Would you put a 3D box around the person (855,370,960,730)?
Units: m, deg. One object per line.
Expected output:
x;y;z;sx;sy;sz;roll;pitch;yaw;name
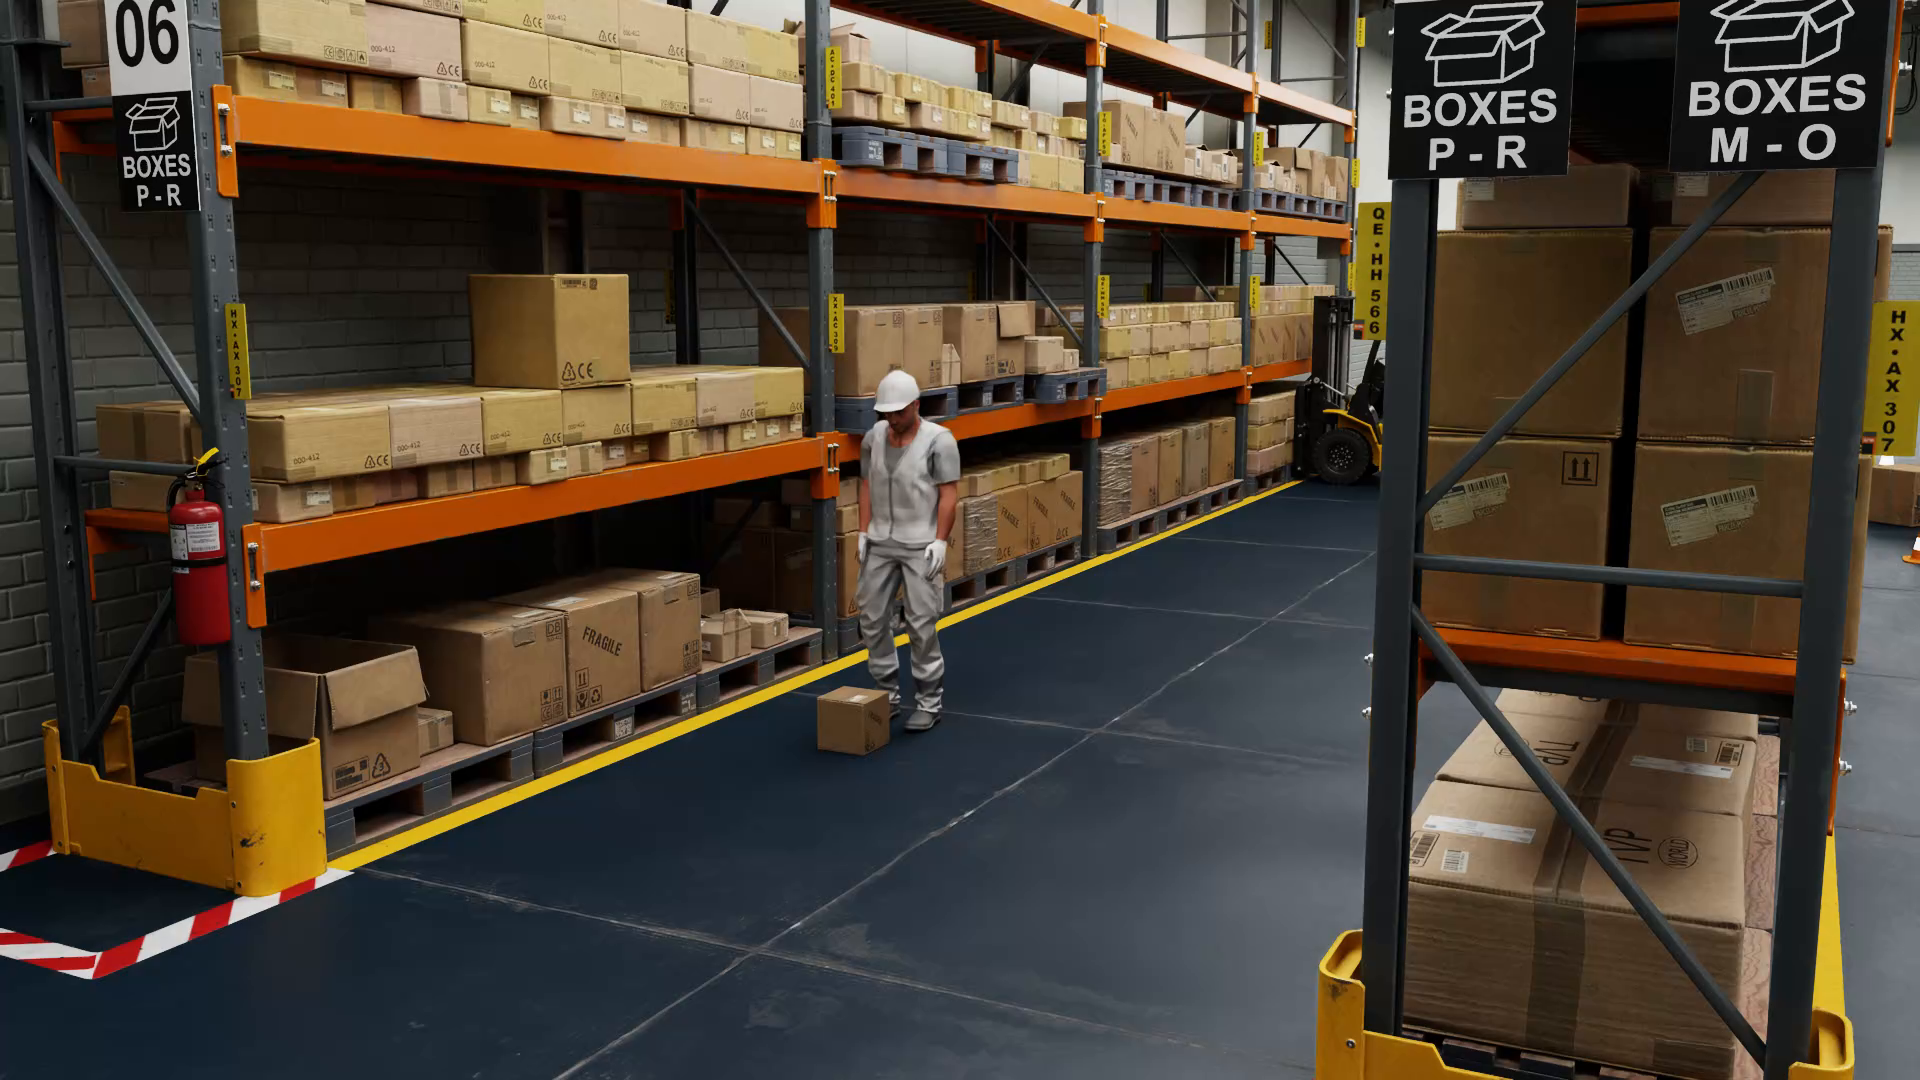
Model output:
-0.267;0.049;8.102;0.538;1.751;0.428;5;10;27;person
